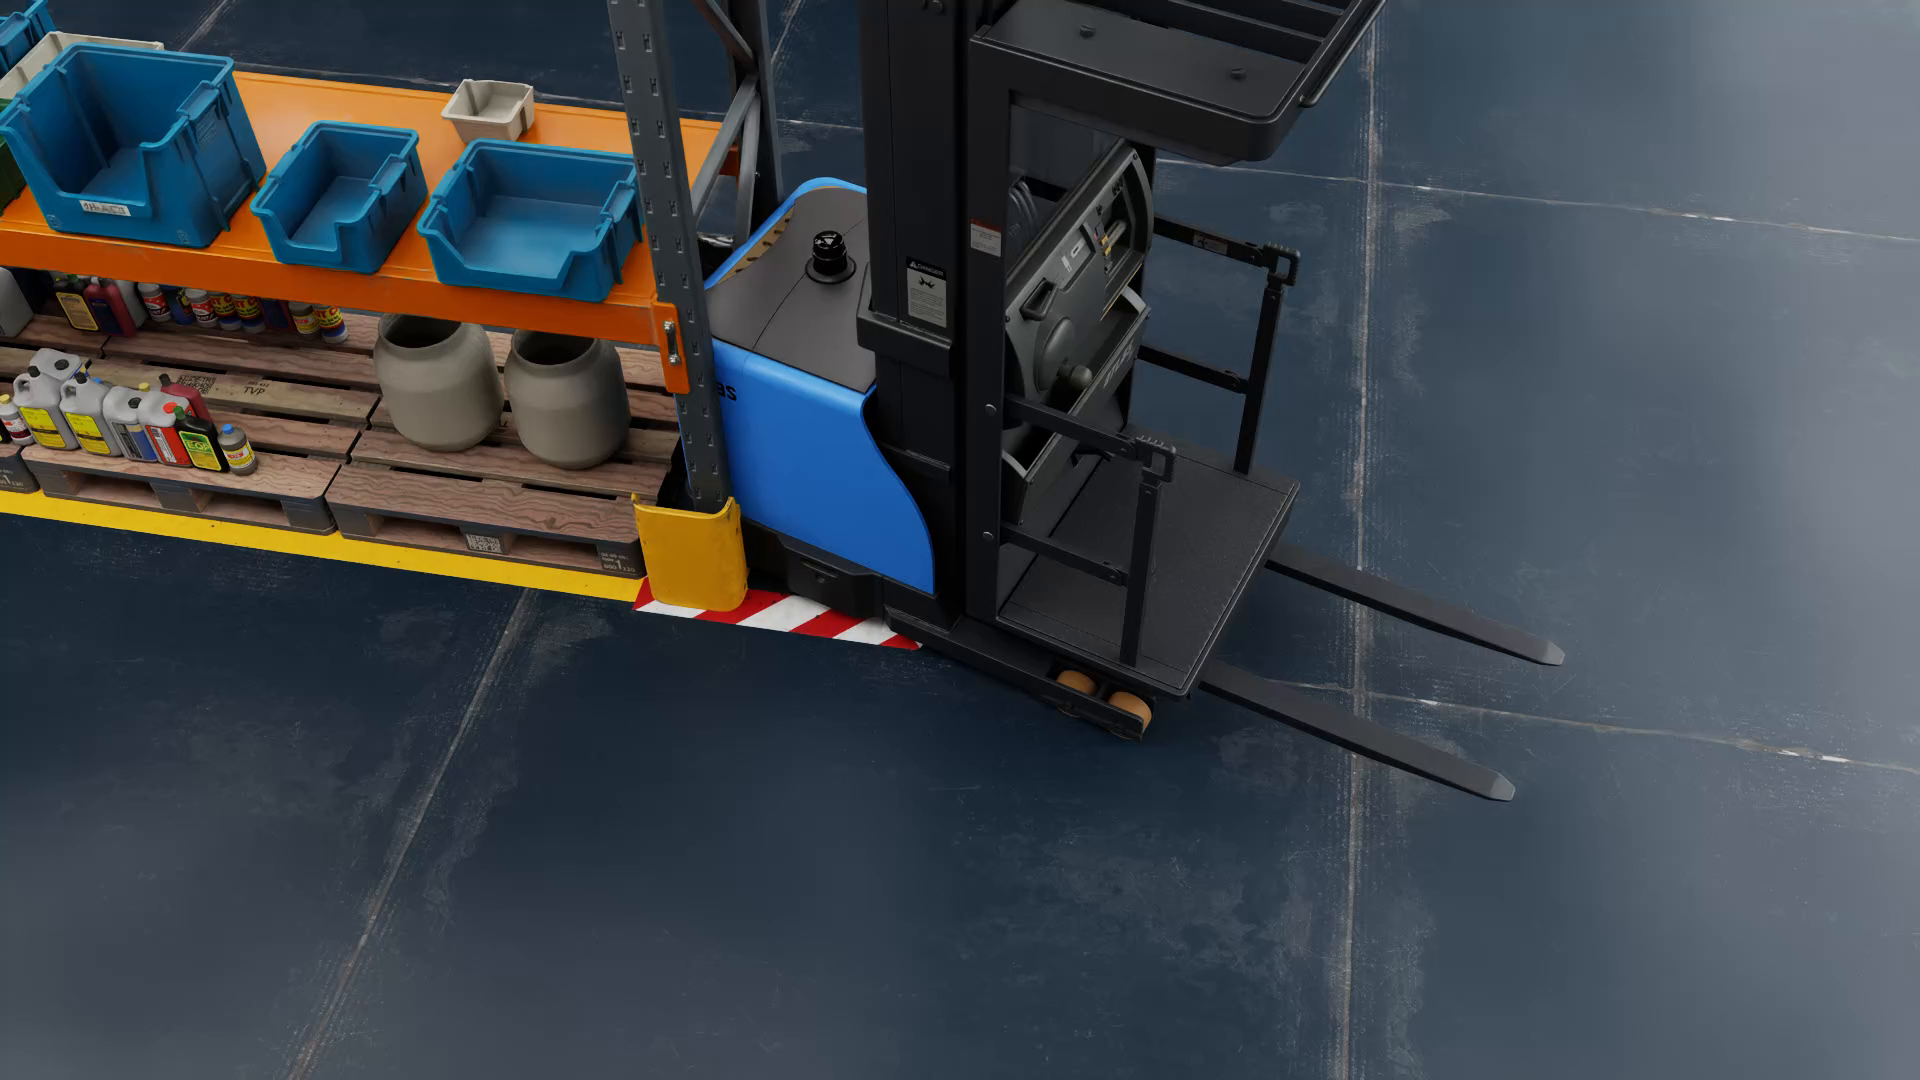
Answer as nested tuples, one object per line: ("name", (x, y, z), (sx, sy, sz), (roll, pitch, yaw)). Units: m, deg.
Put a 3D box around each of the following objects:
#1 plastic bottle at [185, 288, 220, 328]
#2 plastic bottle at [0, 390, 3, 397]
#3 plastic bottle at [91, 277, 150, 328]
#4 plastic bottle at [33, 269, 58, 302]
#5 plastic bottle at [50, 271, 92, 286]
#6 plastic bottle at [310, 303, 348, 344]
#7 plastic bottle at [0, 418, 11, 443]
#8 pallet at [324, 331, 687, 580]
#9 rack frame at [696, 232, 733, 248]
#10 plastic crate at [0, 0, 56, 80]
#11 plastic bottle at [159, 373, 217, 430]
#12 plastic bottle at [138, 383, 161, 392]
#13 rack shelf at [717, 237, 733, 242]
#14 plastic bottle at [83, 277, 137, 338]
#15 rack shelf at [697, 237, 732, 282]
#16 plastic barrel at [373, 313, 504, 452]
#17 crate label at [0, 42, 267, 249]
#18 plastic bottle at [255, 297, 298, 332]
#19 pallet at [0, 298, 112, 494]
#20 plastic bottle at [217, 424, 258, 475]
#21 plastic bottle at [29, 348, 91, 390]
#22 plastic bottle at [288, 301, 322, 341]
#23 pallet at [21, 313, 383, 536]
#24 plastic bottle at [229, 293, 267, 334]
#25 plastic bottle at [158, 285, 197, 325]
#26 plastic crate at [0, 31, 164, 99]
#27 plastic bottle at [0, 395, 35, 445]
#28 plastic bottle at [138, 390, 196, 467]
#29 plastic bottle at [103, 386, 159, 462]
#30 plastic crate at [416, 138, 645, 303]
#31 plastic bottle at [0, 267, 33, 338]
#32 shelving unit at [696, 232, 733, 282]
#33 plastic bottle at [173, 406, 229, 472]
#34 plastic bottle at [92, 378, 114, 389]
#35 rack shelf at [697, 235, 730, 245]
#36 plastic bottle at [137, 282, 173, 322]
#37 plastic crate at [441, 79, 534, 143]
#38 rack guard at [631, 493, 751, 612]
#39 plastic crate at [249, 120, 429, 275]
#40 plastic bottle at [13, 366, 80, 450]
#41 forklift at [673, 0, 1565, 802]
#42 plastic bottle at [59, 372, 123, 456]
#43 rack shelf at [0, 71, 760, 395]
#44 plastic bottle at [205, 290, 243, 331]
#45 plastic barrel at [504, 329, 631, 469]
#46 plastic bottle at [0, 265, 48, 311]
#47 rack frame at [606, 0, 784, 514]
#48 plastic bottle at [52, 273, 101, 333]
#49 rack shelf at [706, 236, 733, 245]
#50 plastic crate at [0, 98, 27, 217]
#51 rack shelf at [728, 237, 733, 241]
("plastic bottle", (-3.045, -0.960, 6.682), (0.097, 0.201, 0.097), (0, 48, 0))
("plastic bottle", (-3.662, -0.546, 6.262), (0.097, 0.271, 0.097), (0, 48, 0))
("plastic bottle", (-3.368, -1.008, 6.675), (0.135, 0.276, 0.152), (8, 49, 8))
("plastic bottle", (-3.678, -1.087, 6.740), (0.133, 0.283, 0.061), (11, 49, 9))
("plastic bottle", (-3.528, -1.058, 6.669), (0.185, 0.351, 0.144), (7, 48, 7))
("plastic bottle", (-2.512, -0.912, 6.591), (0.097, 0.271, 0.097), (0, 48, 0))
("plastic bottle", (-3.658, -0.490, 6.204), (0.133, 0.283, 0.061), (10, 49, 9))
("pallet", (-1.665, -0.364, 6.435), (1.213, 0.211, 1.003), (8, 49, 7))
("rack frame", (-0.880, -1.207, 6.742), (0.240, 0.006, 0.900), (19, 14, 17))
("plastic crate", (-3.582, -1.741, 5.898), (0.616, 0.251, 0.499), (8, 49, 7))
("plastic bottle", (-2.893, -0.502, 6.215), (0.133, 0.283, 0.061), (8, 49, 7))
("plastic bottle", (-3.044, -0.508, 6.276), (0.097, 0.201, 0.097), (0, 48, 0))
("rack shelf", (-0.893, -1.115, 6.796), (0.258, 0.200, 0.077), (19, 14, 17))
("plastic bottle", (-3.387, -0.933, 6.602), (0.133, 0.283, 0.061), (8, 49, 7))
("rack shelf", (-0.988, -1.081, 6.545), (0.258, 0.200, 0.077), (19, 14, 17))
("plastic barrel", (-1.938, -0.615, 6.177), (0.421, 0.512, 0.421), (0, 48, 0))
("crate label", (-2.642, -1.266, 5.348), (0.616, 0.435, 0.502), (8, 49, 7))
("plastic bottle", (-2.731, -0.959, 6.626), (0.133, 0.283, 0.061), (8, 49, 7))
("pallet", (-4.066, -0.687, 6.725), (1.213, 0.211, 1.003), (8, 49, 7))
("plastic bottle", (-2.668, -0.343, 6.127), (0.097, 0.201, 0.097), (0, 48, 0))
("plastic bottle", (-3.393, -0.595, 6.303), (0.135, 0.276, 0.152), (8, 49, 7))
("plastic bottle", (-2.614, -0.902, 6.630), (0.097, 0.201, 0.097), (0, 48, 0))
("pallet", (-2.862, -0.527, 6.582), (1.213, 0.211, 1.003), (8, 49, 7))
("plastic bottle", (-2.849, -0.957, 6.632), (0.097, 0.271, 0.097), (0, 48, 0))
("plastic bottle", (-3.147, -0.998, 6.668), (0.097, 0.271, 0.097), (0, 48, 0))
("plastic crate", (-3.076, -1.621, 5.867), (0.437, 0.136, 0.530), (8, 49, 7))
("plastic bottle", (-3.539, -0.460, 6.232), (0.097, 0.201, 0.097), (0, 48, 0))
("plastic bottle", (-2.911, -0.421, 6.147), (0.135, 0.276, 0.152), (8, 49, 7))
("plastic bottle", (-3.048, -0.440, 6.164), (0.135, 0.276, 0.152), (6, 48, 6))
("plastic crate", (-1.329, -1.007, 5.238), (0.616, 0.251, 0.499), (8, 49, 7))
("plastic bottle", (-3.847, -0.964, 6.635), (0.135, 0.276, 0.152), (8, 49, 7))
("shelving unit", (-0.905, -1.111, 6.765), (0.258, 0.210, 0.900), (19, 14, 17))
("plastic bottle", (-2.787, -0.372, 6.098), (0.133, 0.283, 0.061), (9, 49, 8))
("plastic bottle", (-3.233, -0.528, 6.293), (0.097, 0.201, 0.097), (0, 48, 0))
("rack shelf", (-0.957, -1.092, 6.629), (0.258, 0.200, 0.077), (19, 14, 17))
("plastic bottle", (-3.247, -0.988, 6.706), (0.097, 0.201, 0.097), (0, 48, 0))
("plastic crate", (-1.607, -1.475, 5.736), (0.250, 0.136, 0.298), (8, 49, 7))
("rack guard", (-0.866, -0.349, 6.228), (0.348, 0.500, 1.175), (8, 49, 7))
("plastic crate", (-1.967, -1.097, 5.319), (0.408, 0.251, 0.499), (8, 49, 7))
("plastic bottle", (-3.395, -0.508, 6.175), (0.185, 0.351, 0.144), (7, 48, 7))
("forklift", (0.550, -0.761, 4.963), (3.031, 2.935, 1.130), (22, 52, 18))
("plastic bottle", (-3.212, -0.484, 6.153), (0.185, 0.351, 0.144), (9, 49, 8))
("rack shelf", (-2.751, -1.233, 5.825), (4.000, 0.370, 1.077), (8, 49, 7))
("plastic bottle", (-2.948, -0.971, 6.644), (0.097, 0.271, 0.097), (0, 48, 0))
("plastic barrel", (-1.444, -0.549, 6.117), (0.421, 0.512, 0.421), (0, 48, 0))
("plastic bottle", (-3.845, -1.100, 6.707), (0.185, 0.351, 0.144), (5, 48, 5))
("rack frame", (-0.783, -1.209, 5.320), (0.127, 3.000, 1.000), (8, 49, 7))
("plastic bottle", (-3.521, -0.957, 6.623), (0.133, 0.283, 0.061), (8, 49, 7))
("rack shelf", (-0.925, -1.104, 6.712), (0.258, 0.200, 0.077), (19, 14, 17))
("plastic crate", (-3.434, -1.281, 5.527), (0.662, 0.188, 0.450), (8, 49, 7))
("rack shelf", (-0.862, -1.127, 6.879), (0.258, 0.200, 0.077), (19, 14, 17))
